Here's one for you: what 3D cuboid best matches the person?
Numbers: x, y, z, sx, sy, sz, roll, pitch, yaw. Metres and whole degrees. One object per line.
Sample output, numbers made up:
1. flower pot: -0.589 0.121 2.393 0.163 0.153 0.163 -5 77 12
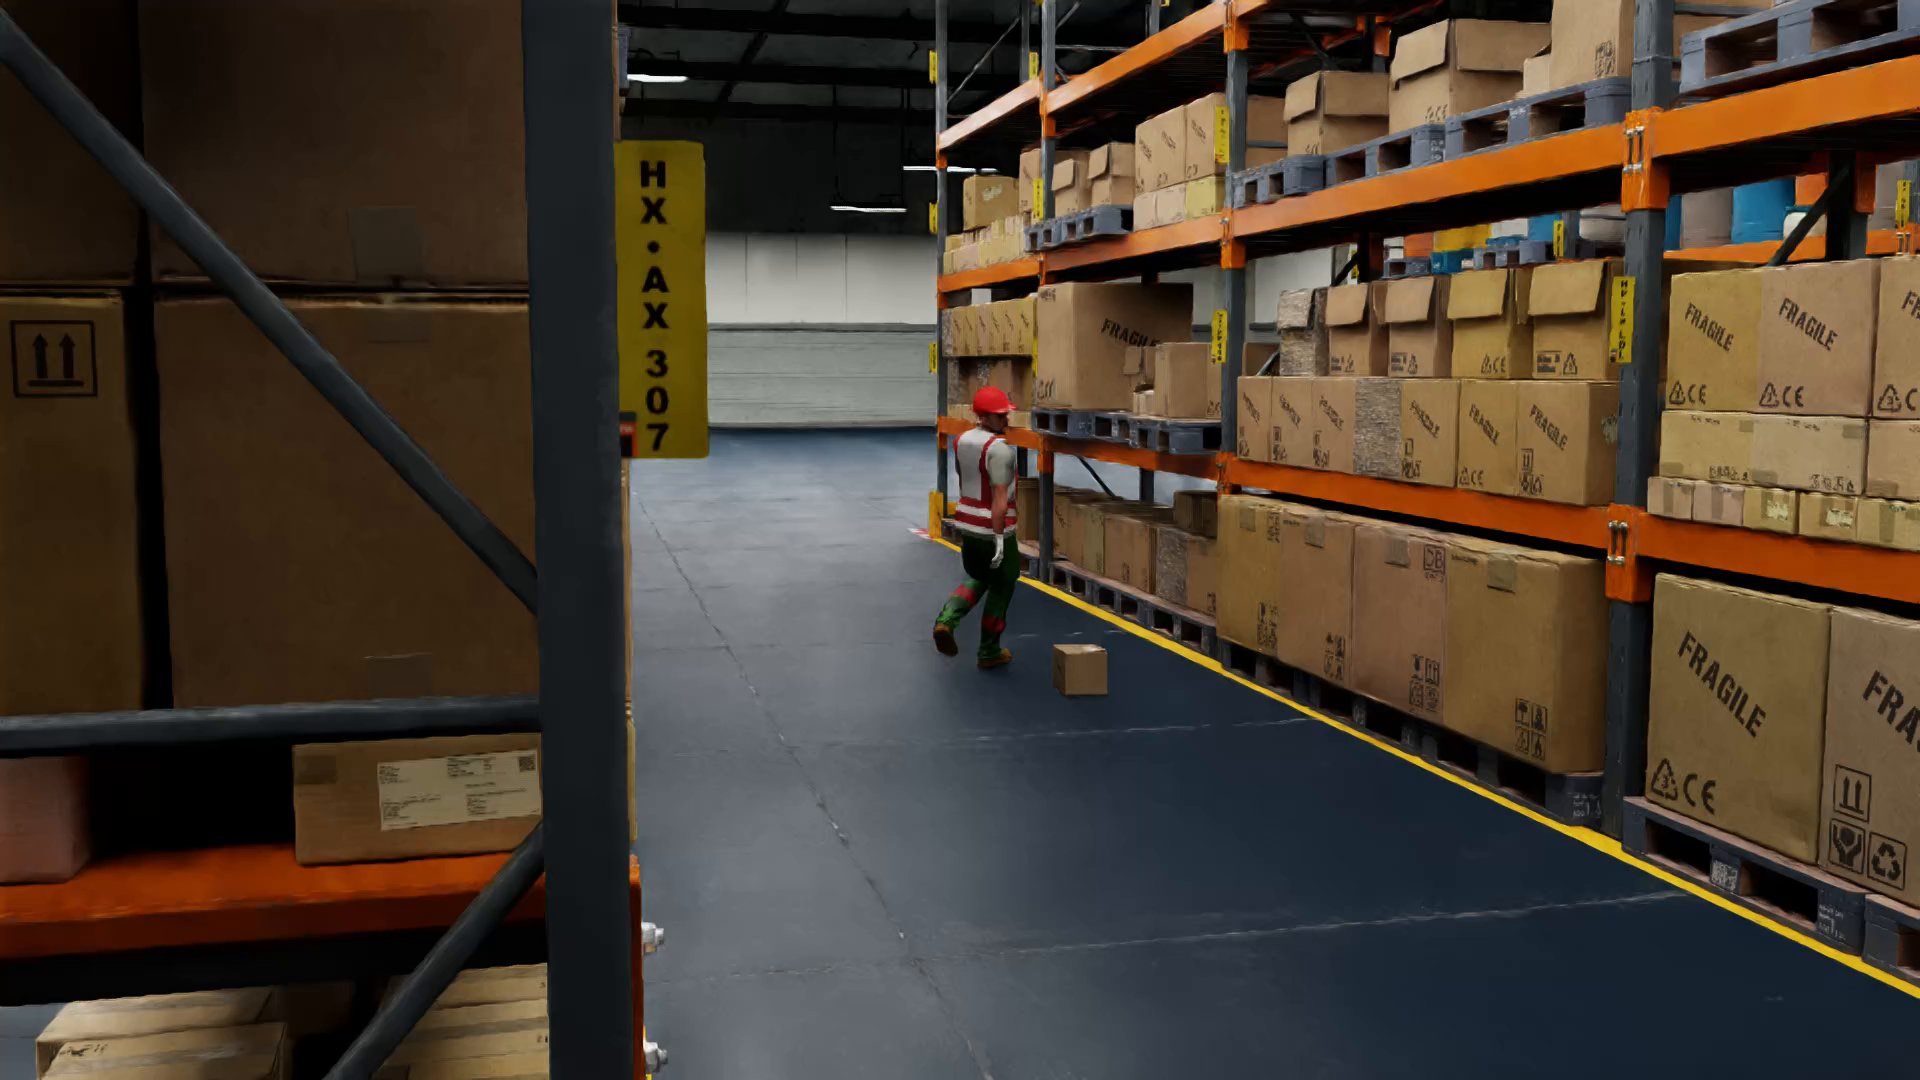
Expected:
1. person: 0.187 -0.059 10.091 0.669 1.744 0.600 -5 8 -41
